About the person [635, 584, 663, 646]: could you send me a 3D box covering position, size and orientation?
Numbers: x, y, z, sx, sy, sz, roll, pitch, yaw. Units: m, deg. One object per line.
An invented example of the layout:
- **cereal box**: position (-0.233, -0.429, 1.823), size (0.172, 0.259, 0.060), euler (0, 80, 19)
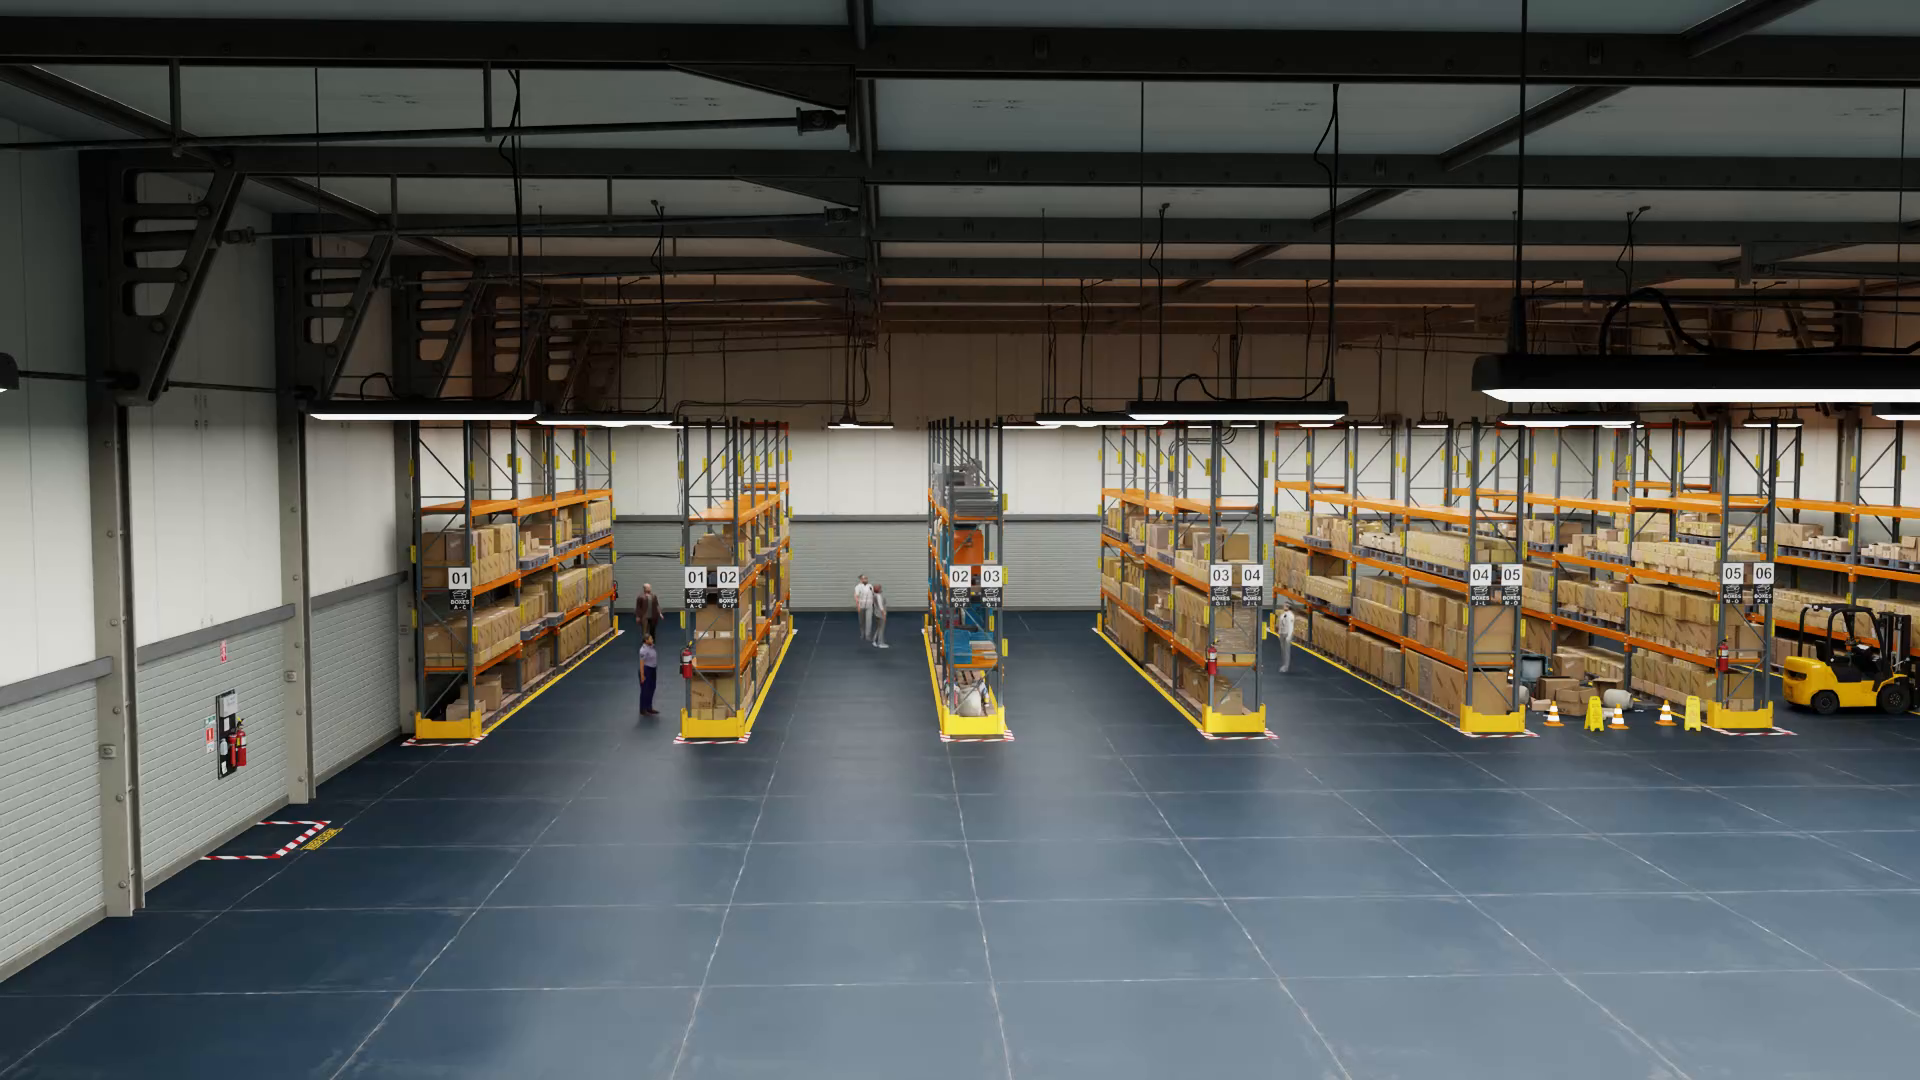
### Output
- **person**: position (-8.148, 2.005, 43.567), size (0.733, 1.726, 1.129), euler (-1, 4, -10)

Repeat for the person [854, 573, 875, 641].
- **person**: position (-2.493, 1.730, 43.353), size (0.533, 1.738, 0.936), euler (0, 4, -2)

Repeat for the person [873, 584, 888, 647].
- **person**: position (-1.981, 1.908, 41.757), size (0.389, 1.593, 0.450), euler (-2, 4, -25)

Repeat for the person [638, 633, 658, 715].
- **person**: position (-6.306, 2.714, 33.636), size (0.358, 1.644, 0.578), euler (1, 4, 11)

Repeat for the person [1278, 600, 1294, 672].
- **person**: position (7.749, 2.288, 39.796), size (0.560, 1.687, 0.480), euler (-2, 4, -32)
